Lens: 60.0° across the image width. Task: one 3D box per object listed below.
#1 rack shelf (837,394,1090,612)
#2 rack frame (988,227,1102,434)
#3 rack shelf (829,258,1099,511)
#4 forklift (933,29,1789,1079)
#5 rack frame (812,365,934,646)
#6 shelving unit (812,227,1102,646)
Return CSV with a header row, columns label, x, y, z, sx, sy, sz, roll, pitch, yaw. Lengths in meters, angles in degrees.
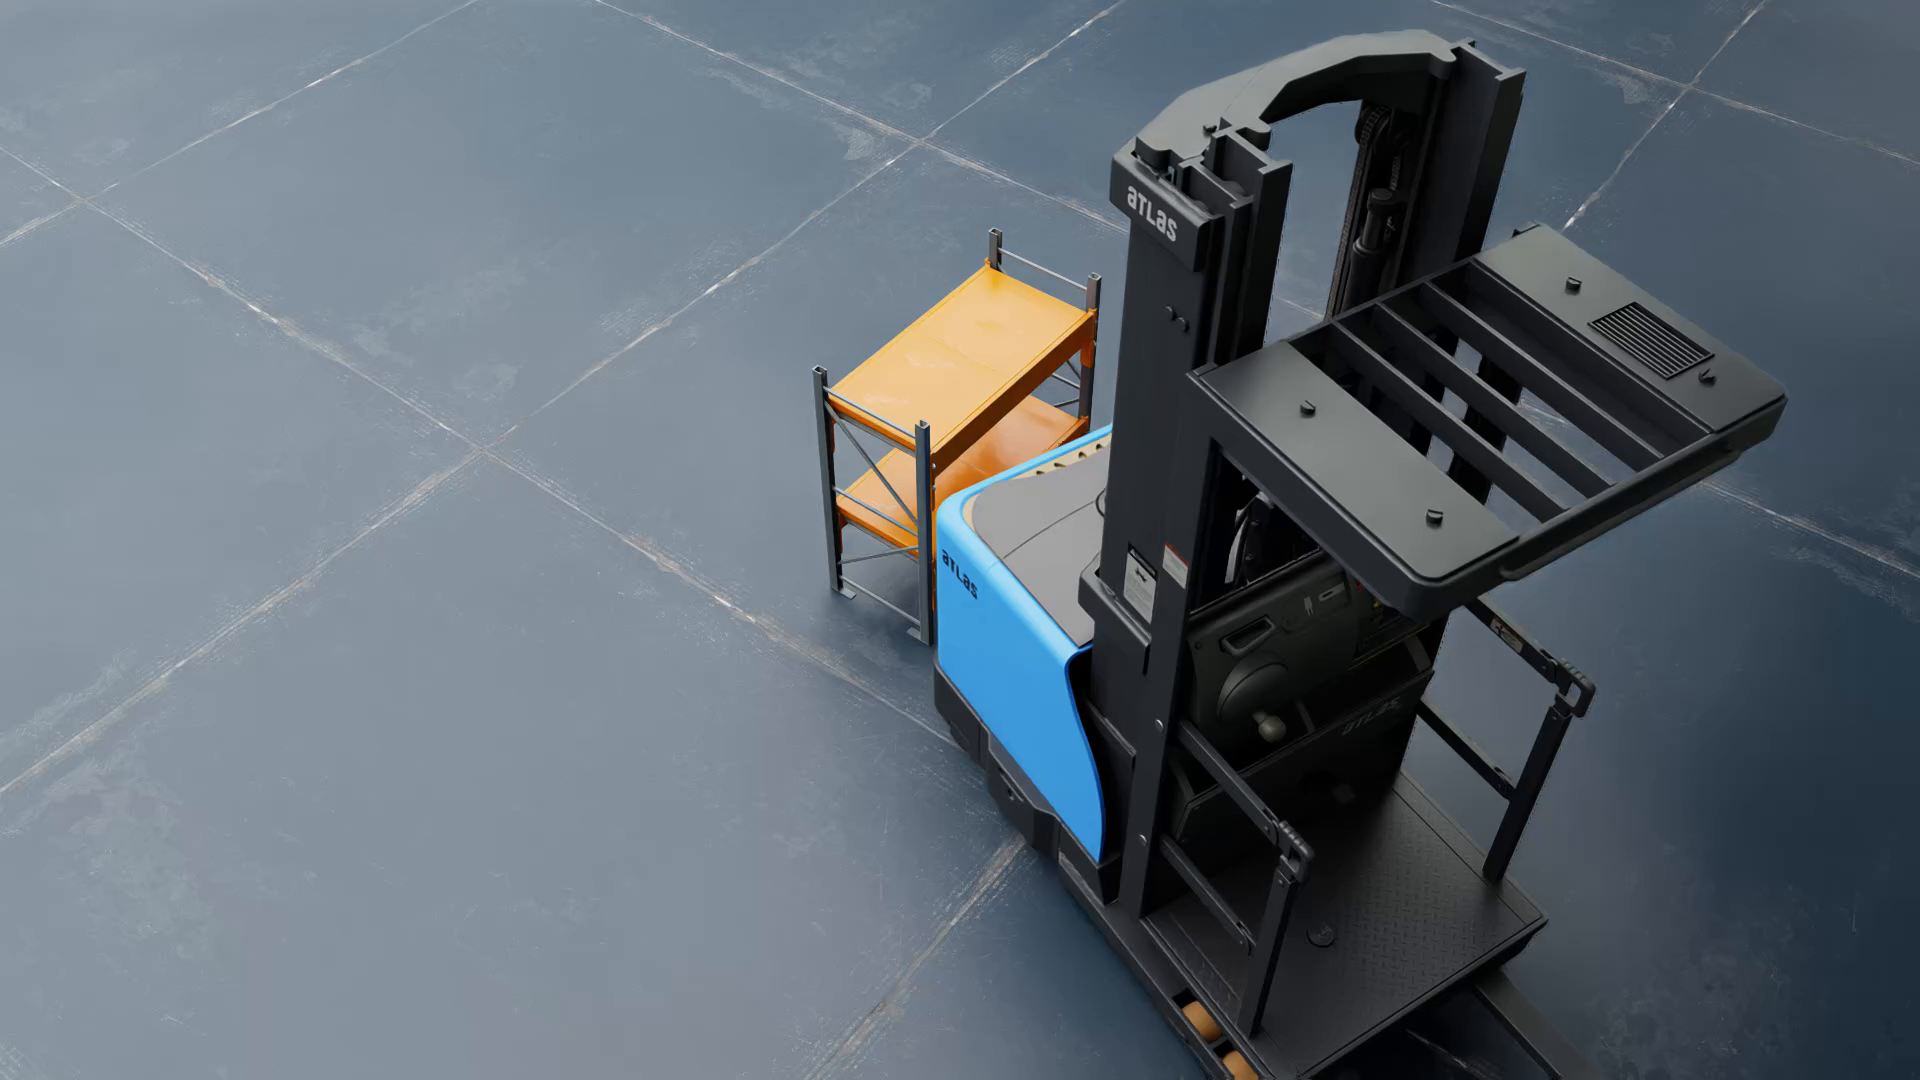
label,x,y,z,sx,sy,sz,roll,pitch,yaw
rack shelf,0.004,-0.224,6.524,0.538,0.278,1.000,29,53,25
rack frame,0.315,-0.683,6.625,0.500,1.125,0.032,29,53,25
rack shelf,0.004,-0.595,6.135,0.538,0.278,1.000,29,53,25
forklift,1.118,0.320,4.417,1.130,2.935,3.031,-25,51,-22
rack frame,-0.307,-0.102,6.069,0.500,1.125,0.032,29,53,25
shelving unit,0.004,-0.392,6.347,0.538,1.125,1.048,29,53,25
